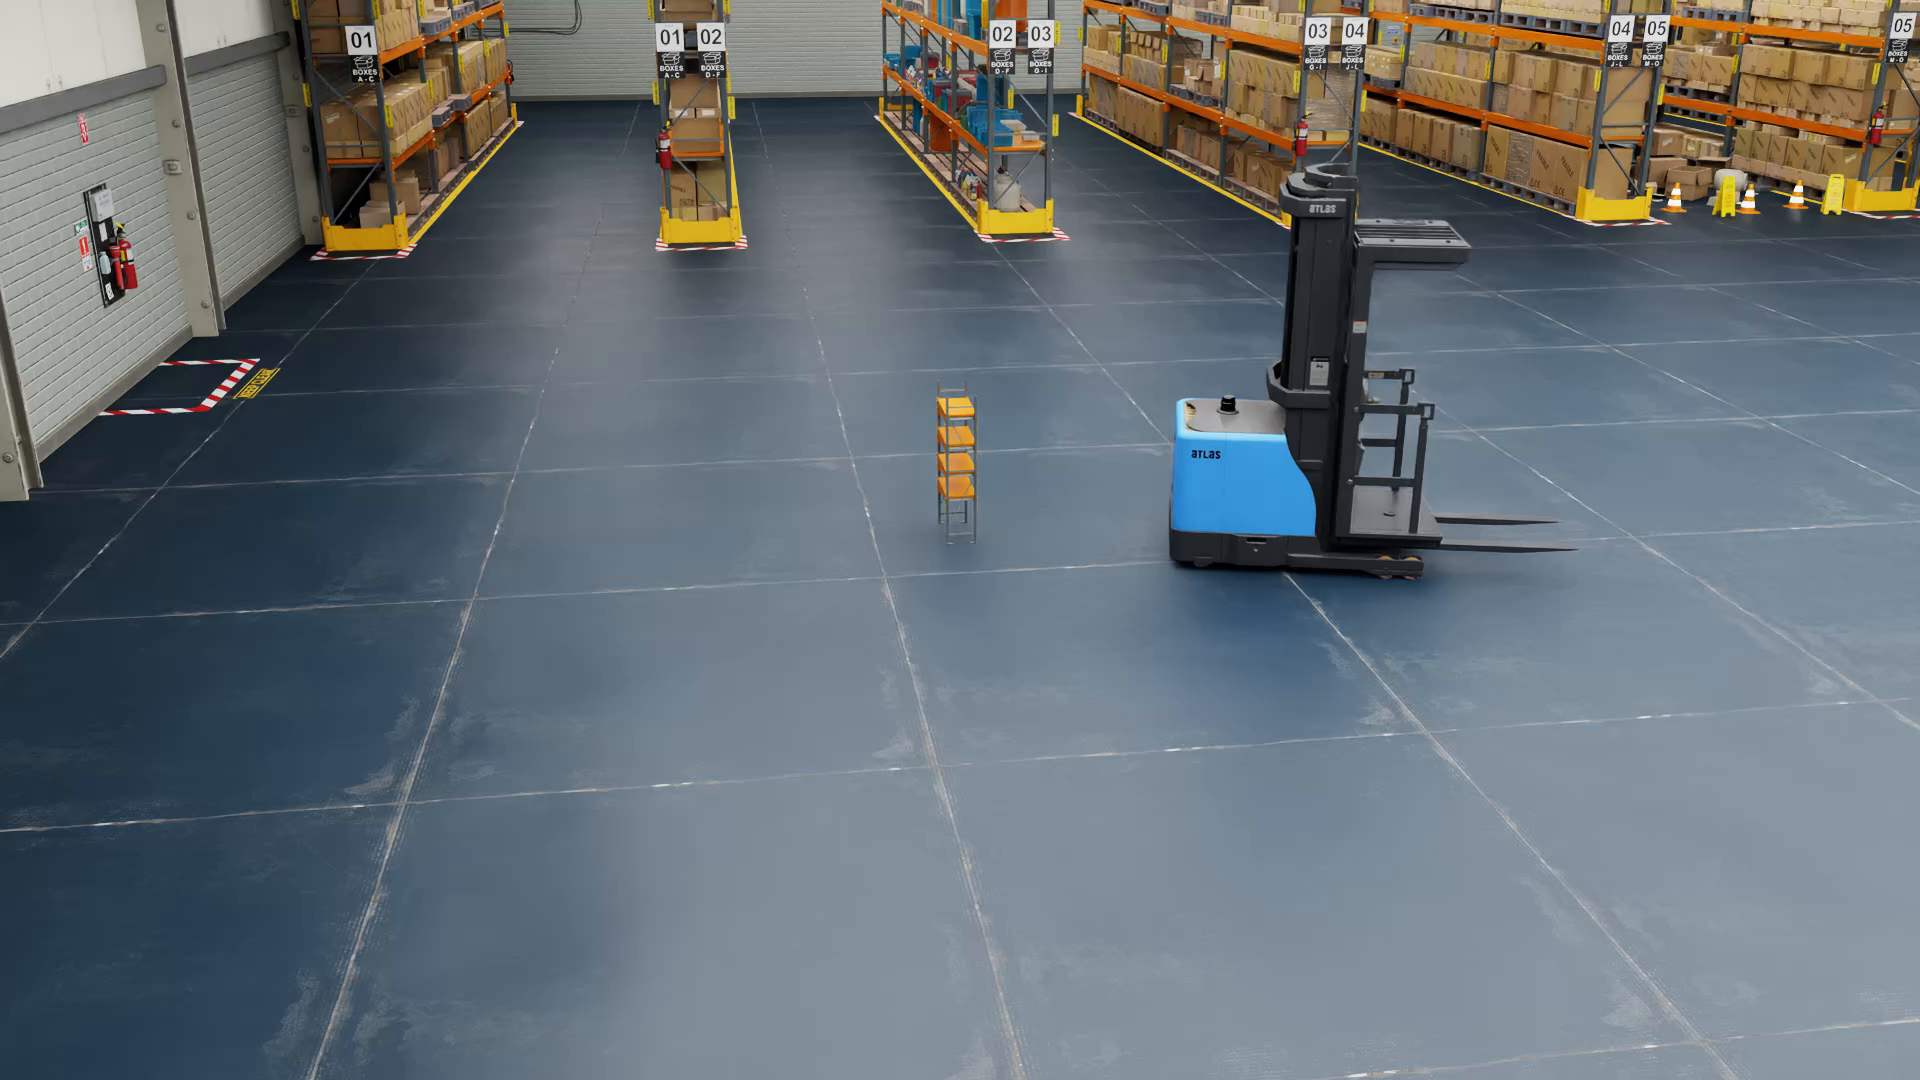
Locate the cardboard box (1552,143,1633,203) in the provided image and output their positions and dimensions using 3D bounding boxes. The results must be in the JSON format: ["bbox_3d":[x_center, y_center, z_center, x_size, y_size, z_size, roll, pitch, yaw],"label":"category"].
[{"bbox_3d":[10.587,-6.157,27.850,0.875,0.875,0.875,-3,21,-7],"label":"cardboard box"}]

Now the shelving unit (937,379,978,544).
[{"bbox_3d":[-0.024,-0.619,13.160,0.258,1.200,0.503,-3,21,-8],"label":"shelving unit"}]

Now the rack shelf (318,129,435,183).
[{"bbox_3d":[-9.166,-6.115,26.329,1.077,0.370,4.000,-3,21,-8],"label":"rack shelf"}]

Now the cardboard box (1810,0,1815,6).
[{"bbox_3d":[15.085,-9.395,29.015,0.380,0.149,0.250,-3,21,-7],"label":"cardboard box"}]

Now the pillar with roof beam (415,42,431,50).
[{"bbox_3d":[-7.304,-13.140,35.537,9.100,9.000,0.400,-3,21,-8],"label":"pillar with roof beam"}]

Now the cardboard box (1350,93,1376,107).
[{"bbox_3d":[8.944,-9.802,37.074,0.500,0.250,0.500,-2,21,-6],"label":"cardboard box"}]

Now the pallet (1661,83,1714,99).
[{"bbox_3d":[14.806,-9.005,33.314,1.003,0.211,1.213,-3,21,-8],"label":"pallet"}]

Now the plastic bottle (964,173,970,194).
[{"bbox_3d":[0.144,-6.096,28.408,0.144,0.351,0.185,-3,21,-8],"label":"plastic bottle"}]

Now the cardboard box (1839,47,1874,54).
[{"bbox_3d":[19.472,-10.460,36.191,0.500,0.500,0.500,-2,21,-5],"label":"cardboard box"}]

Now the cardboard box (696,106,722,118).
[{"bbox_3d":[-3.820,-6.508,25.283,0.380,0.149,0.250,-3,21,-8],"label":"cardboard box"}]

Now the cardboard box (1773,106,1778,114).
[{"bbox_3d":[15.012,-7.797,30.164,0.380,0.149,0.250,-3,21,-8],"label":"cardboard box"}]

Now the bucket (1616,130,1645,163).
[{"bbox_3d":[12.474,-7.357,31.132,0.726,0.611,0.620,4,11,11],"label":"bucket"}]

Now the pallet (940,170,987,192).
[{"bbox_3d":[0.198,-6.607,30.605,1.003,0.211,1.213,-3,21,-8],"label":"pallet"}]

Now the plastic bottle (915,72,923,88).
[{"bbox_3d":[-0.854,-9.577,34.641,0.144,0.351,0.185,-3,21,-8],"label":"plastic bottle"}]

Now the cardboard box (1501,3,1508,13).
[{"bbox_3d":[9.889,-9.497,29.684,0.380,0.149,0.250,-3,21,-9],"label":"cardboard box"}]

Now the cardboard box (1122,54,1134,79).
[{"bbox_3d":[3.916,-10.538,37.002,0.500,0.500,0.500,-3,21,-8],"label":"cardboard box"}]

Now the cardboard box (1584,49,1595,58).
[{"bbox_3d":[14.000,-10.809,36.297,0.500,0.500,0.500,-3,21,-8],"label":"cardboard box"}]

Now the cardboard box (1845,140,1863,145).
[{"bbox_3d":[15.707,-6.751,29.261,0.500,0.500,0.500,-4,21,-10],"label":"cardboard box"}]

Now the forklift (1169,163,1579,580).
[{"bbox_3d":[3.151,-1.272,12.433,3.031,2.935,1.130,2,21,6],"label":"forklift"}]

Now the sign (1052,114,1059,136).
[{"bbox_3d":[1.471,-6.415,25.708,0.100,0.325,0.005,-3,21,-8],"label":"sign"}]

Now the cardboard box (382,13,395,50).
[{"bbox_3d":[-8.721,-7.537,24.649,0.500,0.500,0.500,-2,21,-4],"label":"cardboard box"}]

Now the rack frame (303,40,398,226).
[{"bbox_3d":[-8.878,-5.759,24.349,1.000,3.000,0.127,-3,21,-8],"label":"rack frame"}]

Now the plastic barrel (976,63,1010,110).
[{"bbox_3d":[0.593,-8.028,29.706,0.600,0.901,0.708,-3,21,-8],"label":"plastic barrel"}]

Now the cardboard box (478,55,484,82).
[{"bbox_3d":[-10.208,-9.786,34.534,0.500,0.500,0.500,-3,21,-7],"label":"cardboard box"}]

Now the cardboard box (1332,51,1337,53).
[{"bbox_3d":[8.622,-11.077,37.495,0.380,0.149,0.250,-2,21,-5],"label":"cardboard box"}]

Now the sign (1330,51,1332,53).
[{"bbox_3d":[8.484,-11.254,37.824,0.100,0.325,0.005,-3,21,-8],"label":"sign"}]

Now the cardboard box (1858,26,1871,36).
[{"bbox_3d":[15.237,-8.490,27.732,0.380,0.149,0.250,-3,21,-7],"label":"cardboard box"}]

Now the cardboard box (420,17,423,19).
[{"bbox_3d":[-9.543,-9.111,28.563,0.500,0.311,0.500,-2,21,-6],"label":"cardboard box"}]

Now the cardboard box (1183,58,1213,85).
[{"bbox_3d":[4.791,-9.337,33.185,0.500,0.500,0.500,-6,21,-14],"label":"cardboard box"}]

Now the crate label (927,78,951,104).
[{"bbox_3d":[-0.352,-8.688,32.139,0.502,0.435,0.616,-3,21,-8],"label":"crate label"}]

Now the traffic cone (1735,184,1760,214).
[{"bbox_3d":[13.246,-5.730,27.897,0.336,0.463,0.334,-3,21,-8],"label":"traffic cone"}]

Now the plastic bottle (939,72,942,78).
[{"bbox_3d":[-0.403,-9.873,35.547,0.097,0.271,0.097,0,20,0],"label":"plastic bottle"}]

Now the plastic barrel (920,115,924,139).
[{"bbox_3d":[-0.647,-8.811,35.474,0.421,0.512,0.421,0,20,0],"label":"plastic barrel"}]

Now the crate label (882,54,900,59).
[{"bbox_3d":[-1.671,-11.646,40.264,0.416,0.233,0.303,-3,21,-8],"label":"crate label"}]

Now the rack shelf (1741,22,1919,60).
[{"bbox_3d":[15.345,-8.769,29.149,1.077,0.370,4.000,-3,21,-8],"label":"rack shelf"}]

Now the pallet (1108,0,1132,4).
[{"bbox_3d":[3.990,-12.311,37.730,1.003,0.211,1.213,-3,21,-8],"label":"pallet"}]

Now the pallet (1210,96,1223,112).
[{"bbox_3d":[5.284,-8.076,30.825,1.003,0.211,1.213,-3,21,-8],"label":"pallet"}]

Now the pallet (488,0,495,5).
[{"bbox_3d":[-10.888,-11.983,36.852,1.003,0.211,1.213,-3,21,-8],"label":"pallet"}]

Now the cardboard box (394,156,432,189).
[{"bbox_3d":[-9.577,-6.433,29.097,0.700,0.500,0.500,-2,21,-6],"label":"cardboard box"}]

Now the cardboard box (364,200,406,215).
[{"bbox_3d":[-8.971,-5.147,25.924,0.500,0.311,0.500,-1,21,-3],"label":"cardboard box"}]

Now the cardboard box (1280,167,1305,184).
[{"bbox_3d":[5.634,-5.957,27.850,0.500,0.500,0.500,2,21,6],"label":"cardboard box"}]

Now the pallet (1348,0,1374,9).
[{"bbox_3d":[9.156,-11.618,36.016,1.213,0.211,1.003,-3,21,-8],"label":"pallet"}]

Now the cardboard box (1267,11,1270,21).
[{"bbox_3d":[5.304,-8.659,27.470,0.380,0.149,0.250,-4,21,-11],"label":"cardboard box"}]

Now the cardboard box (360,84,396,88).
[{"bbox_3d":[-9.593,-7.261,27.484,0.500,0.500,0.500,-3,21,-9],"label":"cardboard box"}]

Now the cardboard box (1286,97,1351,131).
[{"bbox_3d":[5.775,-6.887,26.799,0.875,0.500,0.500,-3,21,-8],"label":"cardboard box"}]

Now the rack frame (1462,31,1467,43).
[{"bbox_3d":[13.327,-12.548,42.526,1.000,3.000,0.127,-3,21,-8],"label":"rack frame"}]

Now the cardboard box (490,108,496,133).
[{"bbox_3d":[-10.614,-9.204,36.544,0.700,0.500,0.500,-3,21,-7],"label":"cardboard box"}]

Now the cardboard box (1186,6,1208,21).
[{"bbox_3d":[4.647,-10.083,31.852,0.500,0.250,0.500,-2,21,-7],"label":"cardboard box"}]

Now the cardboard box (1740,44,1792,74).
[{"bbox_3d":[14.906,-8.885,30.720,0.700,0.500,0.500,-3,21,-8],"label":"cardboard box"}]

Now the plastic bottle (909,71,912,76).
[{"bbox_3d":[-1.045,-9.903,35.610,0.061,0.283,0.133,-3,21,-8],"label":"plastic bottle"}]

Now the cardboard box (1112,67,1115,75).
[{"bbox_3d":[3.692,-10.724,38.001,0.380,0.149,0.250,-3,21,-7],"label":"cardboard box"}]

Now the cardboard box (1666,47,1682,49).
[{"bbox_3d":[14.398,-9.814,34.036,0.500,0.500,0.500,-2,21,-5],"label":"cardboard box"}]

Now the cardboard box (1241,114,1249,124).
[{"bbox_3d":[5.111,-7.339,28.938,0.380,0.149,0.250,-3,21,-8],"label":"cardboard box"}]

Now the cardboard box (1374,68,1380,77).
[{"bbox_3d":[8.999,-9.895,35.182,0.380,0.149,0.250,-3,21,-7],"label":"cardboard box"}]

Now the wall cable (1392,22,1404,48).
[{"bbox_3d":[12.491,-14.990,47.567,0.585,1.953,0.123,-3,21,-8],"label":"wall cable"}]

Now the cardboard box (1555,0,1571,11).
[{"bbox_3d":[10.260,-8.944,27.635,0.500,0.250,0.500,-3,21,-8],"label":"cardboard box"}]

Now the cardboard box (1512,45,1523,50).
[{"bbox_3d":[13.504,-11.536,39.672,0.500,0.500,0.500,-3,21,-9],"label":"cardboard box"}]

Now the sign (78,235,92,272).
[{"bbox_3d":[-8.674,-2.843,16.490,0.001,0.329,0.234,-3,21,-8],"label":"sign"}]
